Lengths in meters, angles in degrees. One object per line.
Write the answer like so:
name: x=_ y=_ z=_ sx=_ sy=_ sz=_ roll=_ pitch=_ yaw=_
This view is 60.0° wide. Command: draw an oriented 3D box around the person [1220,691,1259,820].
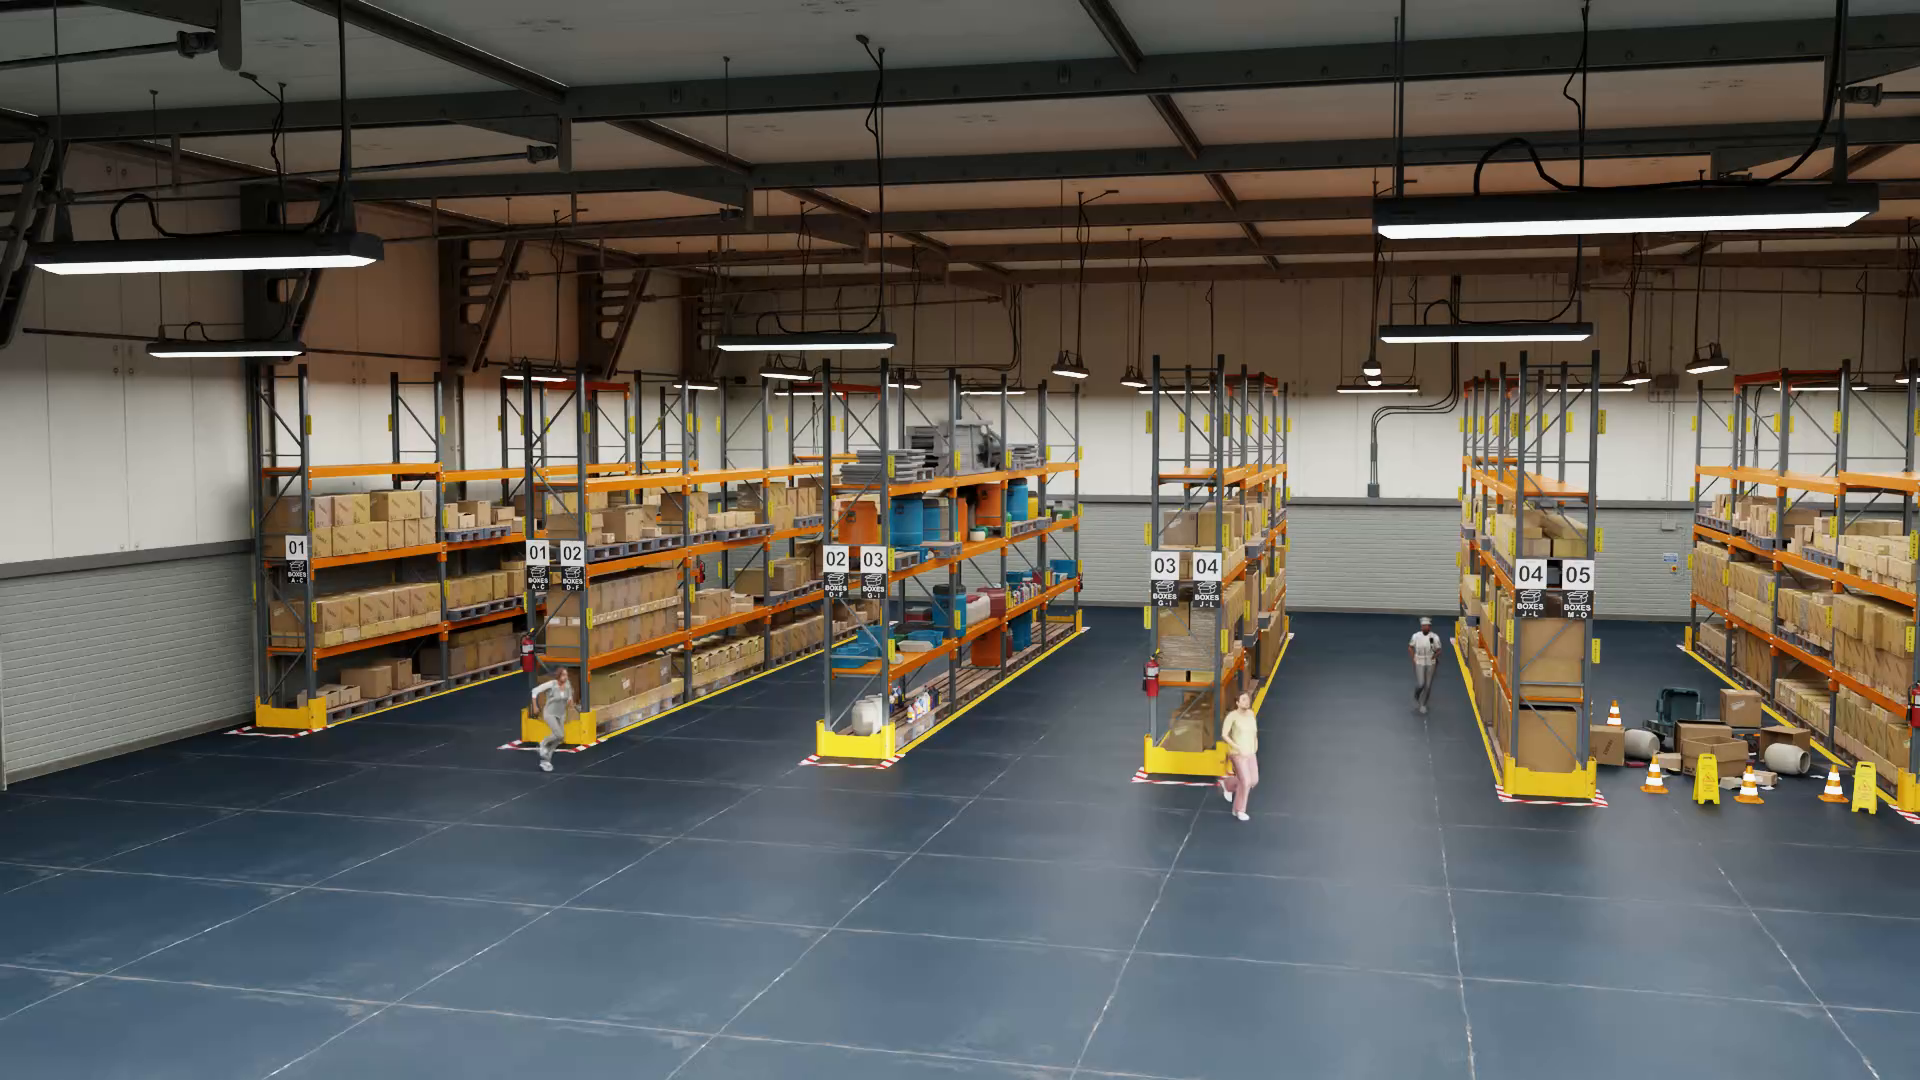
person: x=3.562 y=2.727 z=21.282 sx=0.604 sy=1.641 sz=0.621 roll=-3 pitch=5 yaw=-32

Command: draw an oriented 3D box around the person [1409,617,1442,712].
person: x=8.098 y=2.172 z=28.915 sx=0.560 sy=1.667 sz=0.582 roll=1 pitch=4 yaw=12

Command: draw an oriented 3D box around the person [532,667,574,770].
person: x=-5.852 y=2.586 z=24.093 sx=0.679 sy=1.529 sz=0.525 roll=3 pitch=5 yaw=36
